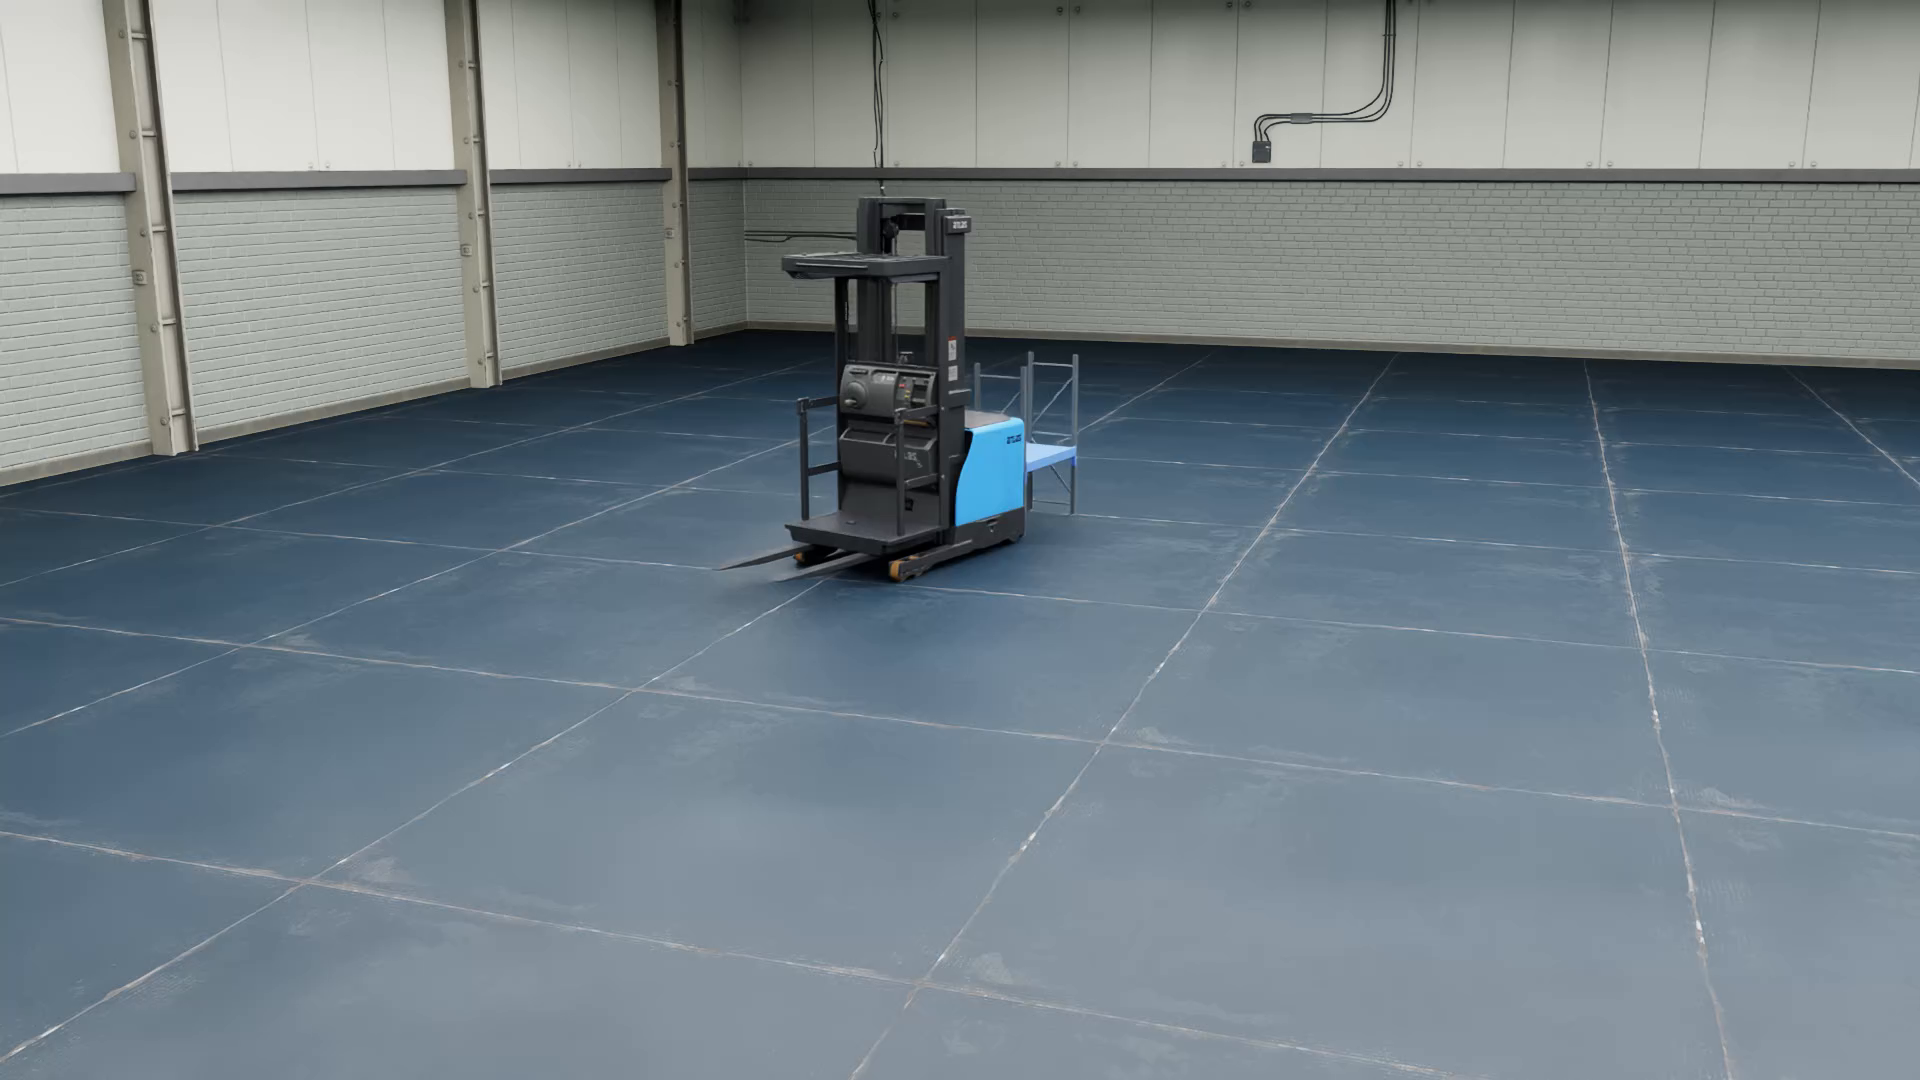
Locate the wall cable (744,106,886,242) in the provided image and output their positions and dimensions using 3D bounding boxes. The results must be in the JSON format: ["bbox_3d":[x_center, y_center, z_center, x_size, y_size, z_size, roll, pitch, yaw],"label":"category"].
[{"bbox_3d":[-2.811,-6.922,31.570,3.097,2.526,0.112,4,14,18],"label":"wall cable"}]

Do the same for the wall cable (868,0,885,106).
[{"bbox_3d":[-0.251,-9.189,30.154,3.097,2.526,0.112,4,14,18],"label":"wall cable"}]

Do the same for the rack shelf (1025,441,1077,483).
[{"bbox_3d":[0.602,-0.709,15.033,0.538,0.185,1.000,7,15,29],"label":"rack shelf"}]

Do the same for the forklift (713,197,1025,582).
[{"bbox_3d":[-0.708,-1.226,13.271,1.130,2.935,3.031,9,16,35],"label":"forklift"}]

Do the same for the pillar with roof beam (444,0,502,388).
[{"bbox_3d":[-2.883,-6.337,22.031,9.100,9.000,0.400,4,14,18],"label":"pillar with roof beam"}]

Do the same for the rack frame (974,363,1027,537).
[{"bbox_3d":[0.349,-0.786,14.563,0.500,1.500,0.032,7,15,29],"label":"rack frame"}]

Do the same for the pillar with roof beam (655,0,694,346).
[{"bbox_3d":[-0.942,-7.601,27.565,9.100,9.000,0.400,4,14,18],"label":"pillar with roof beam"}]

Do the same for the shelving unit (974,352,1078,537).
[{"bbox_3d":[0.602,-0.885,14.993,0.538,1.500,1.048,7,15,29],"label":"shelving unit"}]

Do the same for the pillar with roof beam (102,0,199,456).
[{"bbox_3d":[-4.825,-5.074,16.496,9.100,9.000,0.400,4,14,18],"label":"pillar with roof beam"}]

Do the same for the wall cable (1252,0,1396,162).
[{"bbox_3d":[6.167,-9.407,27.836,2.305,6.003,0.169,4,14,18],"label":"wall cable"}]

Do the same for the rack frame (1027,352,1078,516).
[{"bbox_3d":[0.854,-0.983,15.423,0.500,1.500,0.032,7,15,29],"label":"rack frame"}]
